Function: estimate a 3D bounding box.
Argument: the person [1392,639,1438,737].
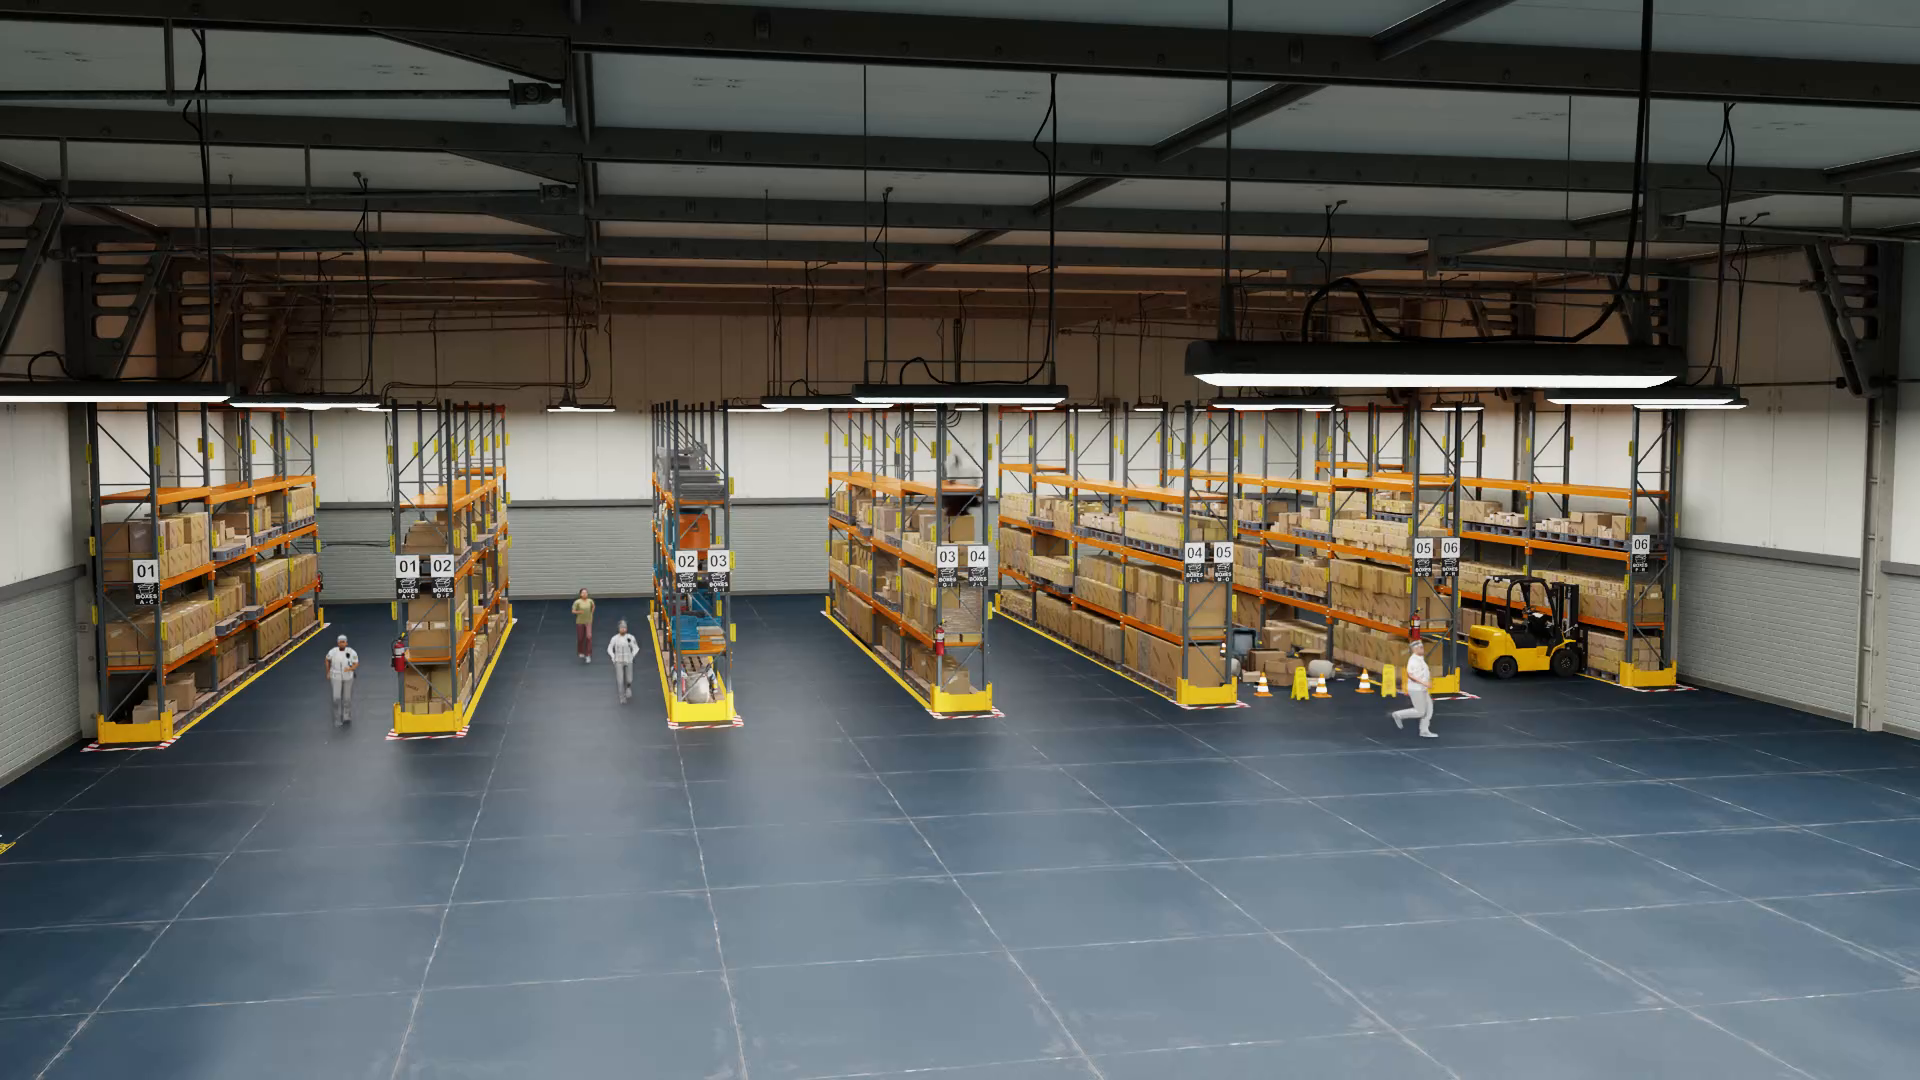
[{"bbox_3d":[8.106,2.631,29.524,0.798,1.735,0.663,2,5,26],"label":"person"}]

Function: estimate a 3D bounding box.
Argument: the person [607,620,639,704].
[{"bbox_3d":[-6.686,2.417,32.997,0.614,1.634,0.526,-1,4,-12],"label":"person"}]

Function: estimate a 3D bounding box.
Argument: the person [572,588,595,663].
[{"bbox_3d":[-8.736,1.957,38.648,0.575,1.700,0.807,-2,5,-22],"label":"person"}]

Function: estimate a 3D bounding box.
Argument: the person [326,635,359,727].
[{"bbox_3d":[-11.387,2.597,30.693,0.552,1.705,0.771,-2,5,-21],"label":"person"}]
